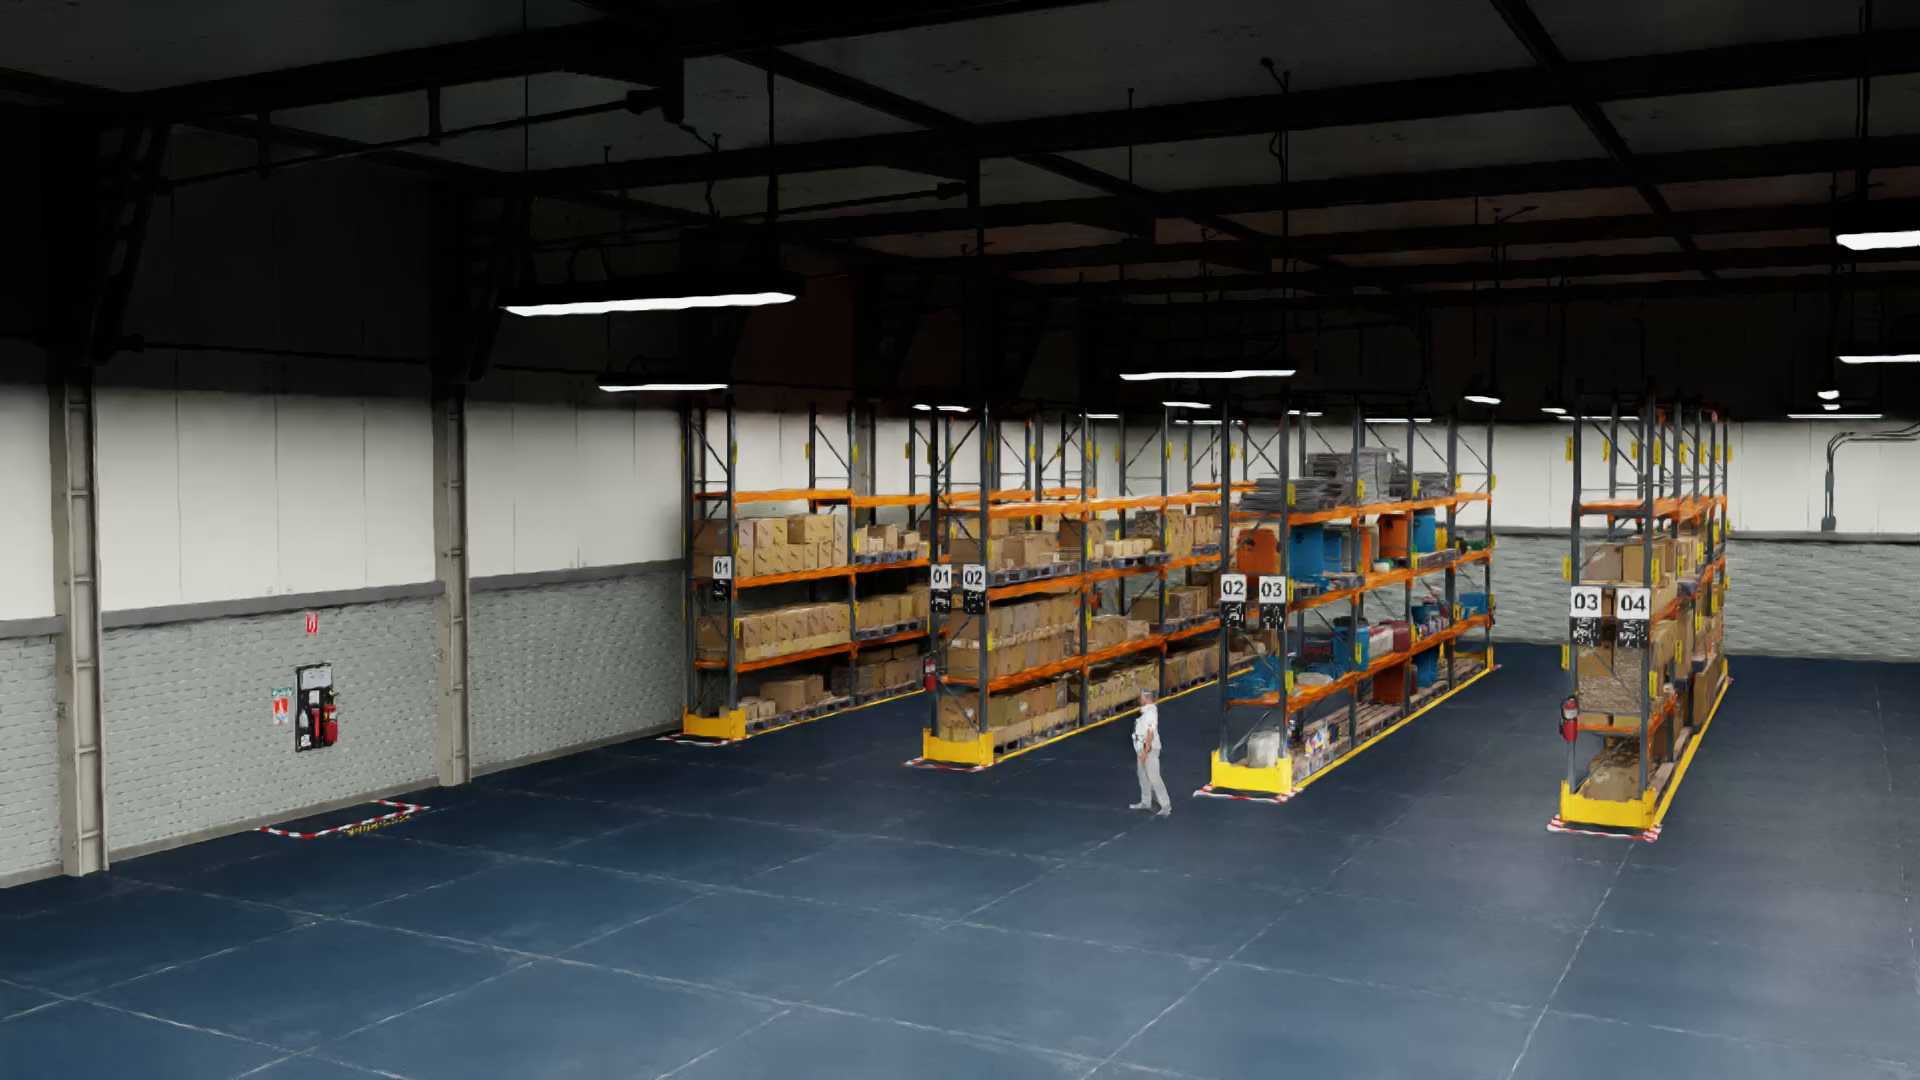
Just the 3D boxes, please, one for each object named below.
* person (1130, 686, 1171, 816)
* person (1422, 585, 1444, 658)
[{"bbox_3d":[2.658,2.916,23.113,0.534,1.745,0.747,0,3,-2],"label":"person"},{"bbox_3d":[11.486,1.978,40.323,0.771,1.770,0.576,-1,3,-26],"label":"person"}]
